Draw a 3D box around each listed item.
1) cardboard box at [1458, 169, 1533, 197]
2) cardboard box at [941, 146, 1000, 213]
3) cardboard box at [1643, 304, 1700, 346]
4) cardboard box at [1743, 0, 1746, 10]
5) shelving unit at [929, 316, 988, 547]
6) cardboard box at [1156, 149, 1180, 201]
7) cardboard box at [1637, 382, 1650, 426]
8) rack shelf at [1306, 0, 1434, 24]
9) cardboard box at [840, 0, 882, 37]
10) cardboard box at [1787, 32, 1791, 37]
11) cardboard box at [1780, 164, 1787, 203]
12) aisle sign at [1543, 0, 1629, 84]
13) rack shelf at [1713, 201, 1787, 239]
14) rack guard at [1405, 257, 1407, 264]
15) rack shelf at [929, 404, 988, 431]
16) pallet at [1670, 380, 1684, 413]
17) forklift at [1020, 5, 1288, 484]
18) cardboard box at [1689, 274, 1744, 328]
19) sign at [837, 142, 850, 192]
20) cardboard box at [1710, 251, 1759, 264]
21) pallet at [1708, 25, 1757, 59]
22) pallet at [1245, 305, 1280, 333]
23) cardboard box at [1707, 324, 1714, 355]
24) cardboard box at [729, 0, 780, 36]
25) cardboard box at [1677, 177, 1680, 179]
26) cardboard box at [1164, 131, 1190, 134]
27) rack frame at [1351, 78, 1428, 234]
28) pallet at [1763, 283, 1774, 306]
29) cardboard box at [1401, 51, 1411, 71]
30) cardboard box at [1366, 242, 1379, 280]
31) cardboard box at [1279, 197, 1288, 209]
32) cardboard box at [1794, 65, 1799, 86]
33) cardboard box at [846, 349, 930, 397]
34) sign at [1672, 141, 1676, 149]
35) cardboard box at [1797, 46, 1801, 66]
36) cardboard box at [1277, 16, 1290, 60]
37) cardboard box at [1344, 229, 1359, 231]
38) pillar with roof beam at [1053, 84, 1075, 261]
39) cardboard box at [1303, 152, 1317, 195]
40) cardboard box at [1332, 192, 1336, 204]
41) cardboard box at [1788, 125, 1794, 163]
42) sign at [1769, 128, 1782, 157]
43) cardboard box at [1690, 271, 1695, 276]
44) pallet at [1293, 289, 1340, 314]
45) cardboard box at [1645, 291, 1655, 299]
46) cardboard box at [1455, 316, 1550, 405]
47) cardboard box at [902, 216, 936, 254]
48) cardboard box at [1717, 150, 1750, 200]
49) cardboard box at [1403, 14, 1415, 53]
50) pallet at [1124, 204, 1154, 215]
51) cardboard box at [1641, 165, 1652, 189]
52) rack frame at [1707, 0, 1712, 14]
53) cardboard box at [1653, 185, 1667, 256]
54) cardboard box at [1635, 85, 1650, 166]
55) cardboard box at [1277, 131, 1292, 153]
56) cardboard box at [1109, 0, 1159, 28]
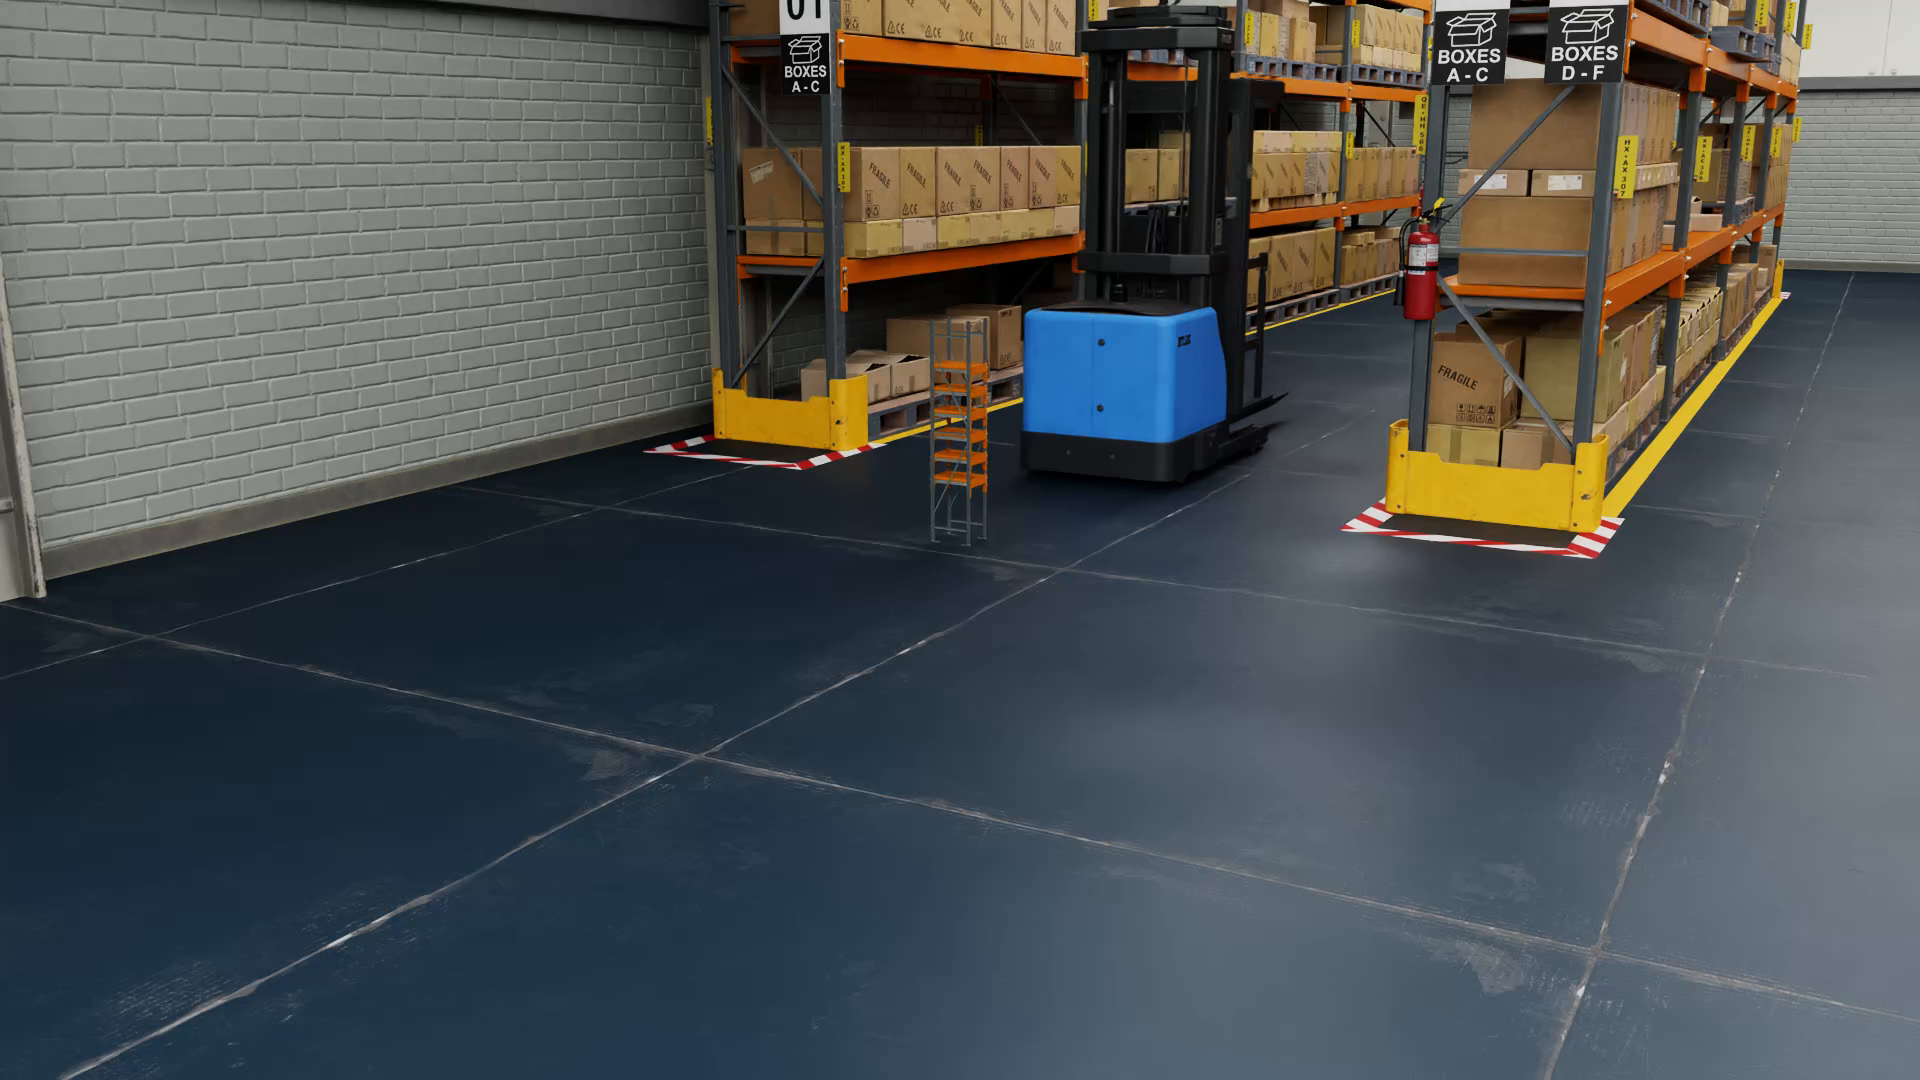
[{"bbox_3d":[3.093,-2.063,9.593,0.380,0.149,0.250,7,15,27],"label":"cardboard box"},{"bbox_3d":[-0.027,-2.838,13.081,0.500,0.500,0.500,8,16,30],"label":"cardboard box"},{"bbox_3d":[5.923,-1.825,13.976,0.500,0.311,0.500,7,15,26],"label":"cardboard box"},{"bbox_3d":[7.926,-5.452,17.523,0.600,0.600,0.600,7,15,26],"label":"cardboard box"},{"bbox_3d":[-0.007,-0.580,8.881,0.258,1.200,0.189,7,15,28],"label":"shelving unit"},{"bbox_3d":[1.803,-3.708,16.860,0.700,0.500,0.500,7,15,28],"label":"cardboard box"},{"bbox_3d":[4.497,-0.961,11.592,0.500,0.250,0.500,7,15,28],"label":"cardboard box"},{"bbox_3d":[5.505,-7.404,22.933,1.077,0.370,4.000,7,15,28],"label":"rack shelf"},{"bbox_3d":[-0.882,-3.716,11.392,0.500,0.500,0.500,8,16,30],"label":"cardboard box"},{"bbox_3d":[10.576,-6.767,21.957,0.700,0.500,0.500,7,15,28],"label":"cardboard box"},{"bbox_3d":[10.584,-4.701,21.918,0.500,0.500,0.500,8,15,29],"label":"cardboard box"},{"bbox_3d":[3.312,-2.815,8.761,0.394,0.787,0.004,7,15,28],"label":"aisle sign"},{"bbox_3d":[9.843,-4.122,21.264,1.077,0.370,4.000,7,15,28],"label":"rack shelf"},{"bbox_3d":[6.484,-4.232,25.520,1.175,0.500,0.348,7,15,28],"label":"rack guard"},{"bbox_3d":[-0.007,-0.654,8.863,0.258,0.103,0.180,7,15,28],"label":"rack shelf"},{"bbox_3d":[5.331,-1.220,13.642,1.003,0.211,1.213,7,15,28],"label":"pallet"},{"bbox_3d":[1.523,-2.073,11.377,1.130,2.935,3.031,7,15,27],"label":"forklift"},{"bbox_3d":[7.908,-2.510,17.441,0.500,0.500,0.500,7,15,27],"label":"cardboard box"},{"bbox_3d":[-0.788,-2.519,11.234,0.100,0.325,0.005,7,15,28],"label":"sign"},{"bbox_3d":[9.780,-3.447,21.320,0.797,0.503,0.637,7,15,28],"label":"cardboard box"},{"bbox_3d":[6.155,-4.228,14.172,1.003,0.211,1.213,8,16,31],"label":"pallet"},{"bbox_3d":[3.052,-2.598,19.361,1.003,0.211,1.213,7,15,28],"label":"pallet"},{"bbox_3d":[6.656,-1.866,15.344,0.500,0.250,0.500,7,15,27],"label":"cardboard box"},{"bbox_3d":[-1.283,-3.790,11.699,0.500,0.500,0.500,9,16,32],"label":"cardboard box"},{"bbox_3d":[5.891,-2.835,14.179,0.500,0.500,0.500,7,15,28],"label":"cardboard box"},{"bbox_3d":[2.597,-4.491,18.770,0.500,0.250,0.500,8,16,30],"label":"cardboard box"},{"bbox_3d":[6.472,-5.442,25.207,1.000,3.000,0.127,7,15,28],"label":"rack frame"},{"bbox_3d":[10.389,-3.347,22.465,1.003,0.211,1.213,7,15,28],"label":"pallet"},{"bbox_3d":[6.100,-6.793,23.620,0.500,0.250,0.500,7,15,26],"label":"cardboard box"},{"bbox_3d":[5.485,-3.960,23.496,0.700,0.500,0.500,8,16,29],"label":"cardboard box"},{"bbox_3d":[3.698,-4.046,19.908,0.380,0.149,0.250,7,15,28],"label":"cardboard box"},{"bbox_3d":[10.793,-6.132,21.987,0.500,0.250,0.500,7,15,28],"label":"cardboard box"},{"bbox_3d":[-0.574,-1.315,12.886,0.500,0.311,0.500,9,16,33],"label":"cardboard box"},{"bbox_3d":[8.398,-4.542,19.625,0.100,0.325,0.005,7,15,28],"label":"sign"},{"bbox_3d":[10.785,-6.376,21.932,0.500,0.250,0.500,7,15,28],"label":"cardboard box"},{"bbox_3d":[3.506,-5.957,19.790,0.700,0.500,0.500,7,15,28],"label":"cardboard box"},{"bbox_3d":[5.495,-4.379,23.852,0.380,0.149,0.250,8,15,29],"label":"cardboard box"},{"bbox_3d":[4.987,-6.061,14.973,9.100,9.000,0.400,7,15,28],"label":"pillar with roof beam"},{"bbox_3d":[4.047,-4.493,20.380,0.500,0.500,0.500,7,15,28],"label":"cardboard box"},{"bbox_3d":[4.623,-4.408,21.409,0.380,0.149,0.250,8,15,29],"label":"cardboard box"},{"bbox_3d":[10.836,-5.294,22.245,0.500,0.500,0.500,7,15,28],"label":"cardboard box"},{"bbox_3d":[9.364,-4.562,19.084,0.100,0.325,0.005,7,15,28],"label":"sign"},{"bbox_3d":[7.688,-2.672,18.111,0.500,0.500,0.500,7,15,26],"label":"cardboard box"},{"bbox_3d":[4.231,-3.099,21.437,1.003,0.211,1.213,7,15,28],"label":"pallet"},{"bbox_3d":[6.186,-2.197,15.522,0.500,0.311,0.500,7,15,27],"label":"cardboard box"},{"bbox_3d":[3.545,-1.182,10.905,0.500,0.500,0.500,7,15,28],"label":"cardboard box"},{"bbox_3d":[-0.510,-2.269,12.321,0.500,0.250,0.500,7,15,26],"label":"cardboard box"},{"bbox_3d":[7.758,-3.801,17.290,0.700,0.500,0.500,11,17,38],"label":"cardboard box"},{"bbox_3d":[6.105,-7.162,23.552,0.500,0.500,0.500,8,16,30],"label":"cardboard box"},{"bbox_3d":[1.168,-3.027,15.599,1.003,0.211,1.213,7,15,28],"label":"pallet"},{"bbox_3d":[4.324,-2.388,10.943,0.380,0.149,0.250,8,16,30],"label":"cardboard box"},{"bbox_3d":[5.009,-5.336,11.967,1.000,3.000,0.127,7,15,28],"label":"rack frame"},{"bbox_3d":[4.800,-2.376,12.278,0.700,0.500,0.500,7,15,27],"label":"cardboard box"},{"bbox_3d":[4.072,-2.698,10.844,0.700,0.500,0.500,7,15,28],"label":"cardboard box"},{"bbox_3d":[3.547,-4.646,19.412,0.500,0.250,0.500,7,15,28],"label":"cardboard box"},{"bbox_3d":[1.601,-5.047,16.059,0.500,0.500,0.500,7,15,26],"label":"cardboard box"}]
